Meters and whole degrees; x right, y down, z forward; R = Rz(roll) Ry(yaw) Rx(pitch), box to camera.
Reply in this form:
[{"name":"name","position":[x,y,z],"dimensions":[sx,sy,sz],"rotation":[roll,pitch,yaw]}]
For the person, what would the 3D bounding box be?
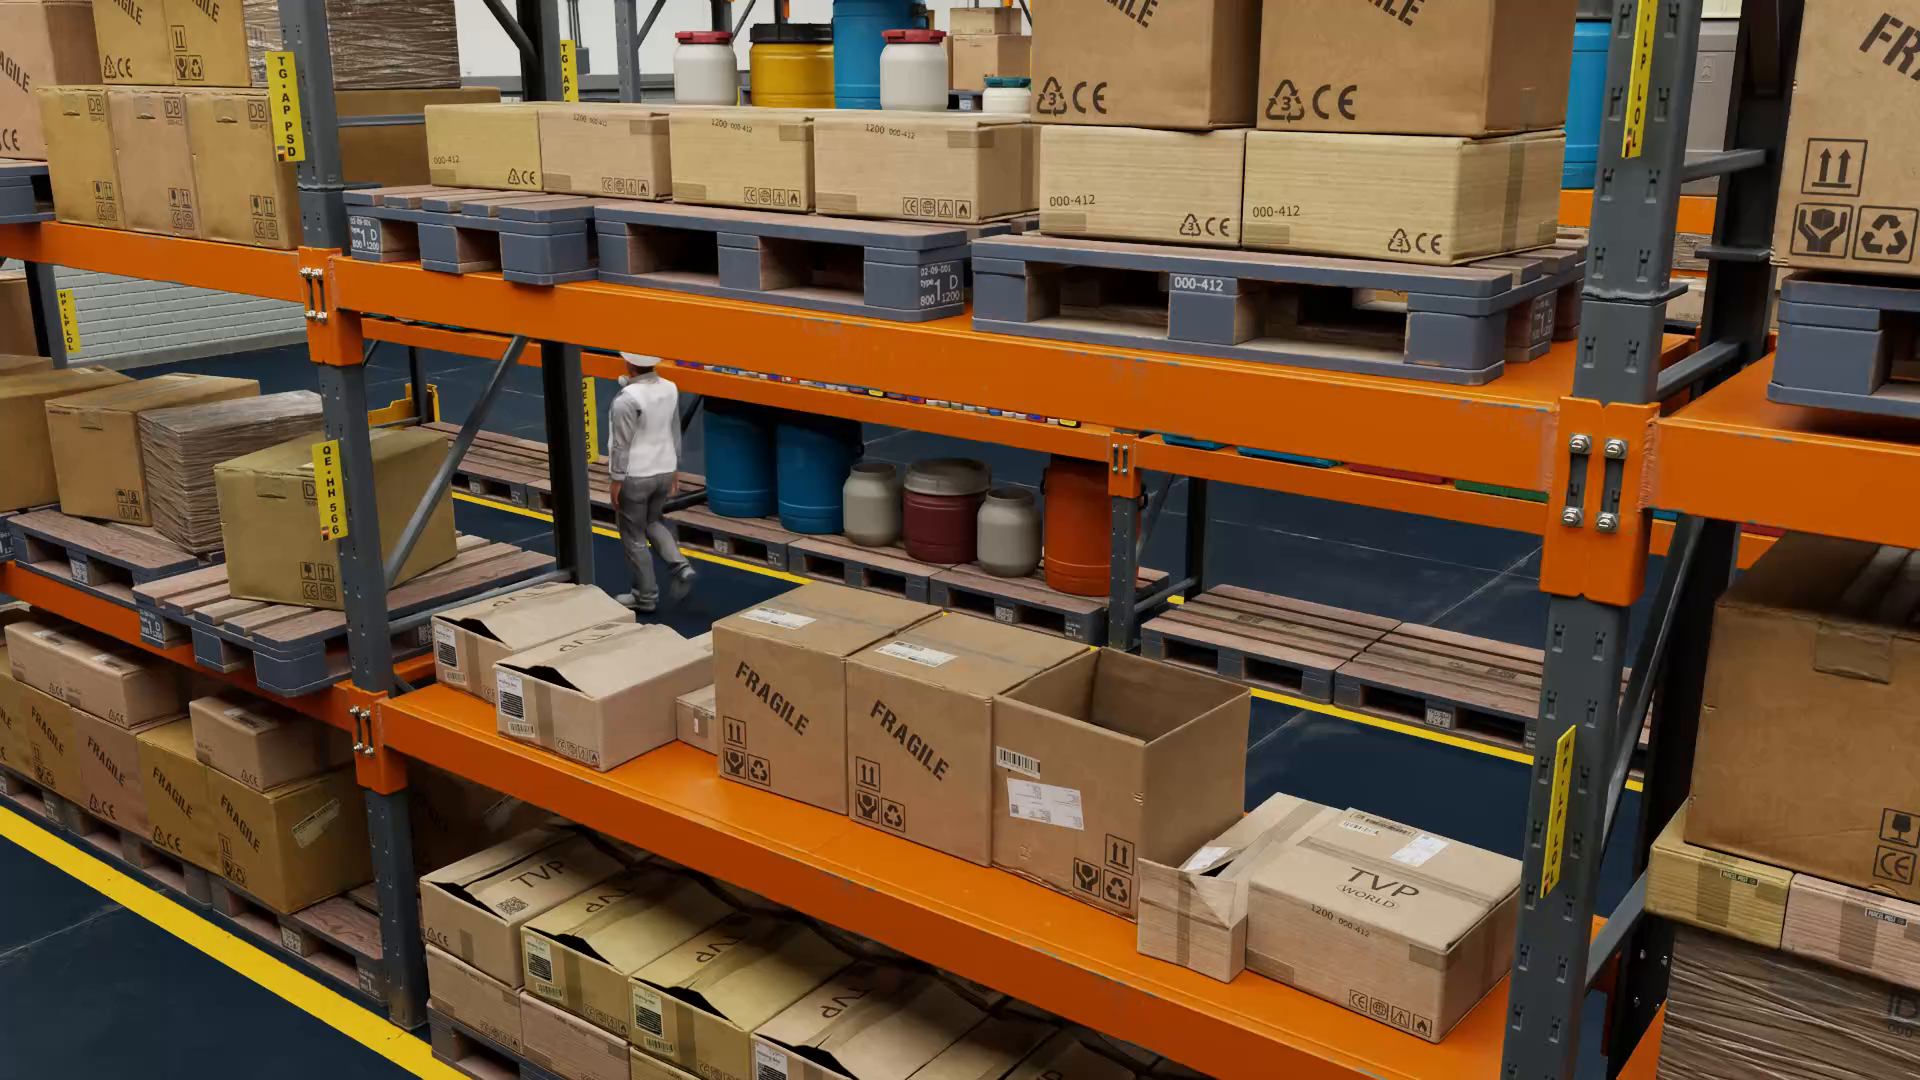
[{"name":"person","position":[-1.943,-0.417,10.323],"dimensions":[0.516,1.763,0.538],"rotation":[10,19,31]}]
